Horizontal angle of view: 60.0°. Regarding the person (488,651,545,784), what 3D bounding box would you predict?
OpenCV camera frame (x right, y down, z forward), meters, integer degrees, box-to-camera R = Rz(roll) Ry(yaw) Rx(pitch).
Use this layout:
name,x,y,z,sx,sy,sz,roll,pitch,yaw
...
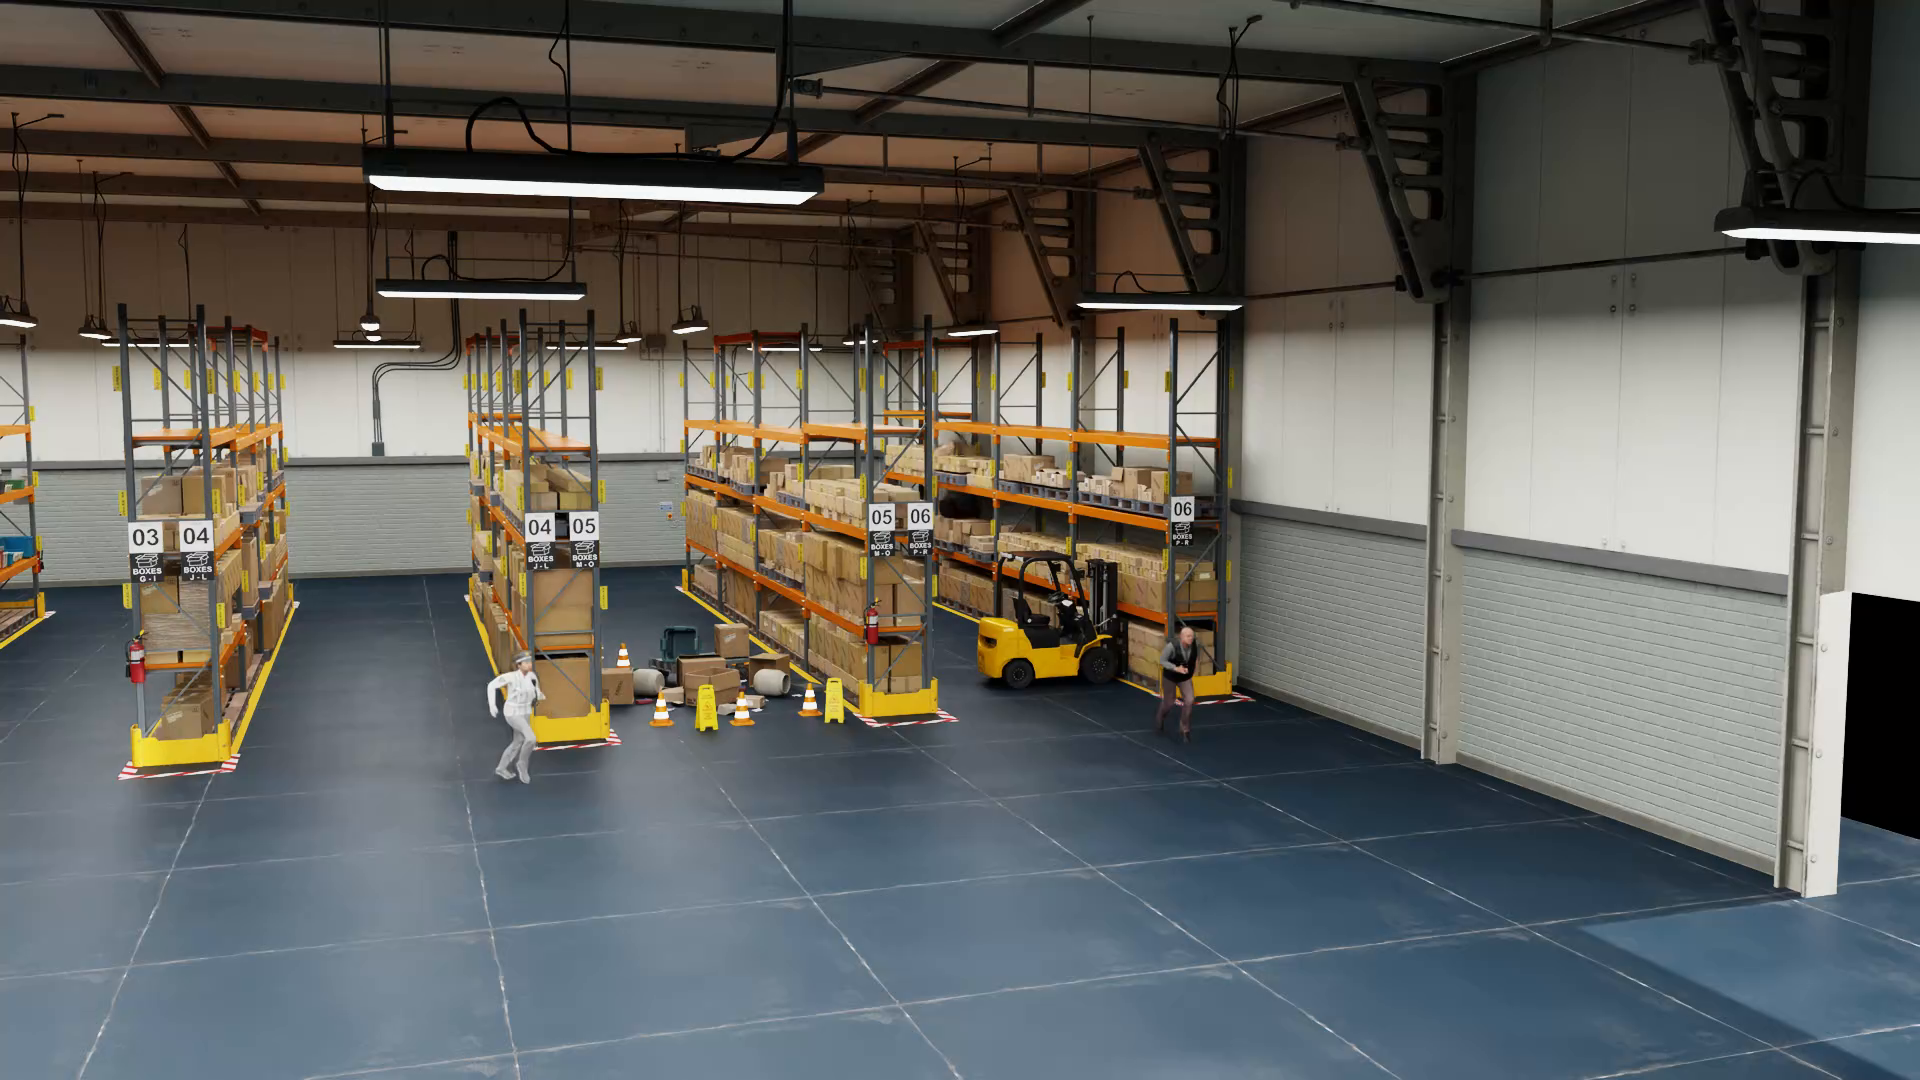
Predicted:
name,x,y,z,sx,sy,sz,roll,pitch,yaw
person,-5.498,2.199,20.711,0.771,1.671,0.640,3,6,29

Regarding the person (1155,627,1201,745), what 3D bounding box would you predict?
name,x,y,z,sx,sy,sz,roll,pitch,yaw
person,3.041,2.006,23.354,0.701,1.680,0.969,-2,6,-19
